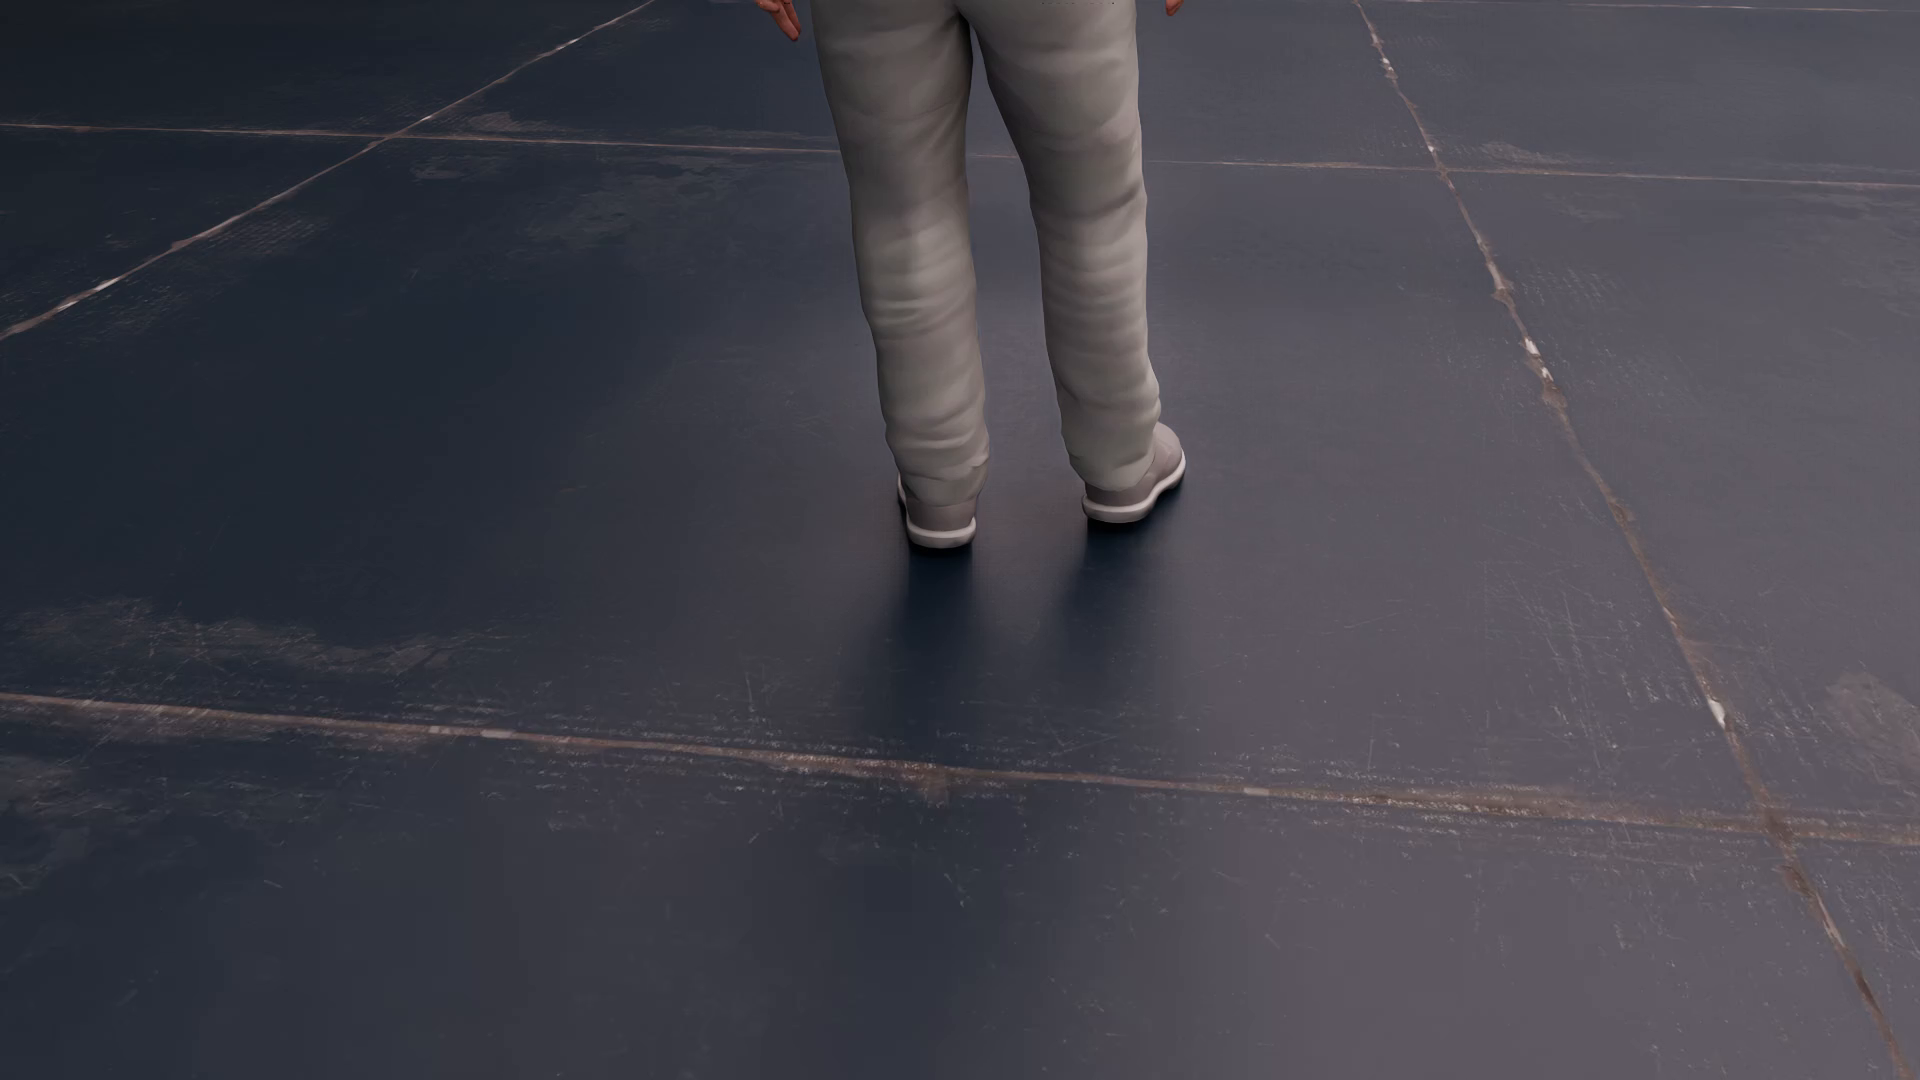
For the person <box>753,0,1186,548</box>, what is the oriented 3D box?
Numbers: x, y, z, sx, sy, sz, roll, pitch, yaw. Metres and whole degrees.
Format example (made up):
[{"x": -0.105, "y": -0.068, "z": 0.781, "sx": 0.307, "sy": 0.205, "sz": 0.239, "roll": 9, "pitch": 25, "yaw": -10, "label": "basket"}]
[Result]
[{"x": 0.022, "y": -0.839, "z": 2.167, "sx": 0.641, "sy": 1.781, "sz": 0.574, "roll": 3, "pitch": 27, "yaw": 7, "label": "person"}]
